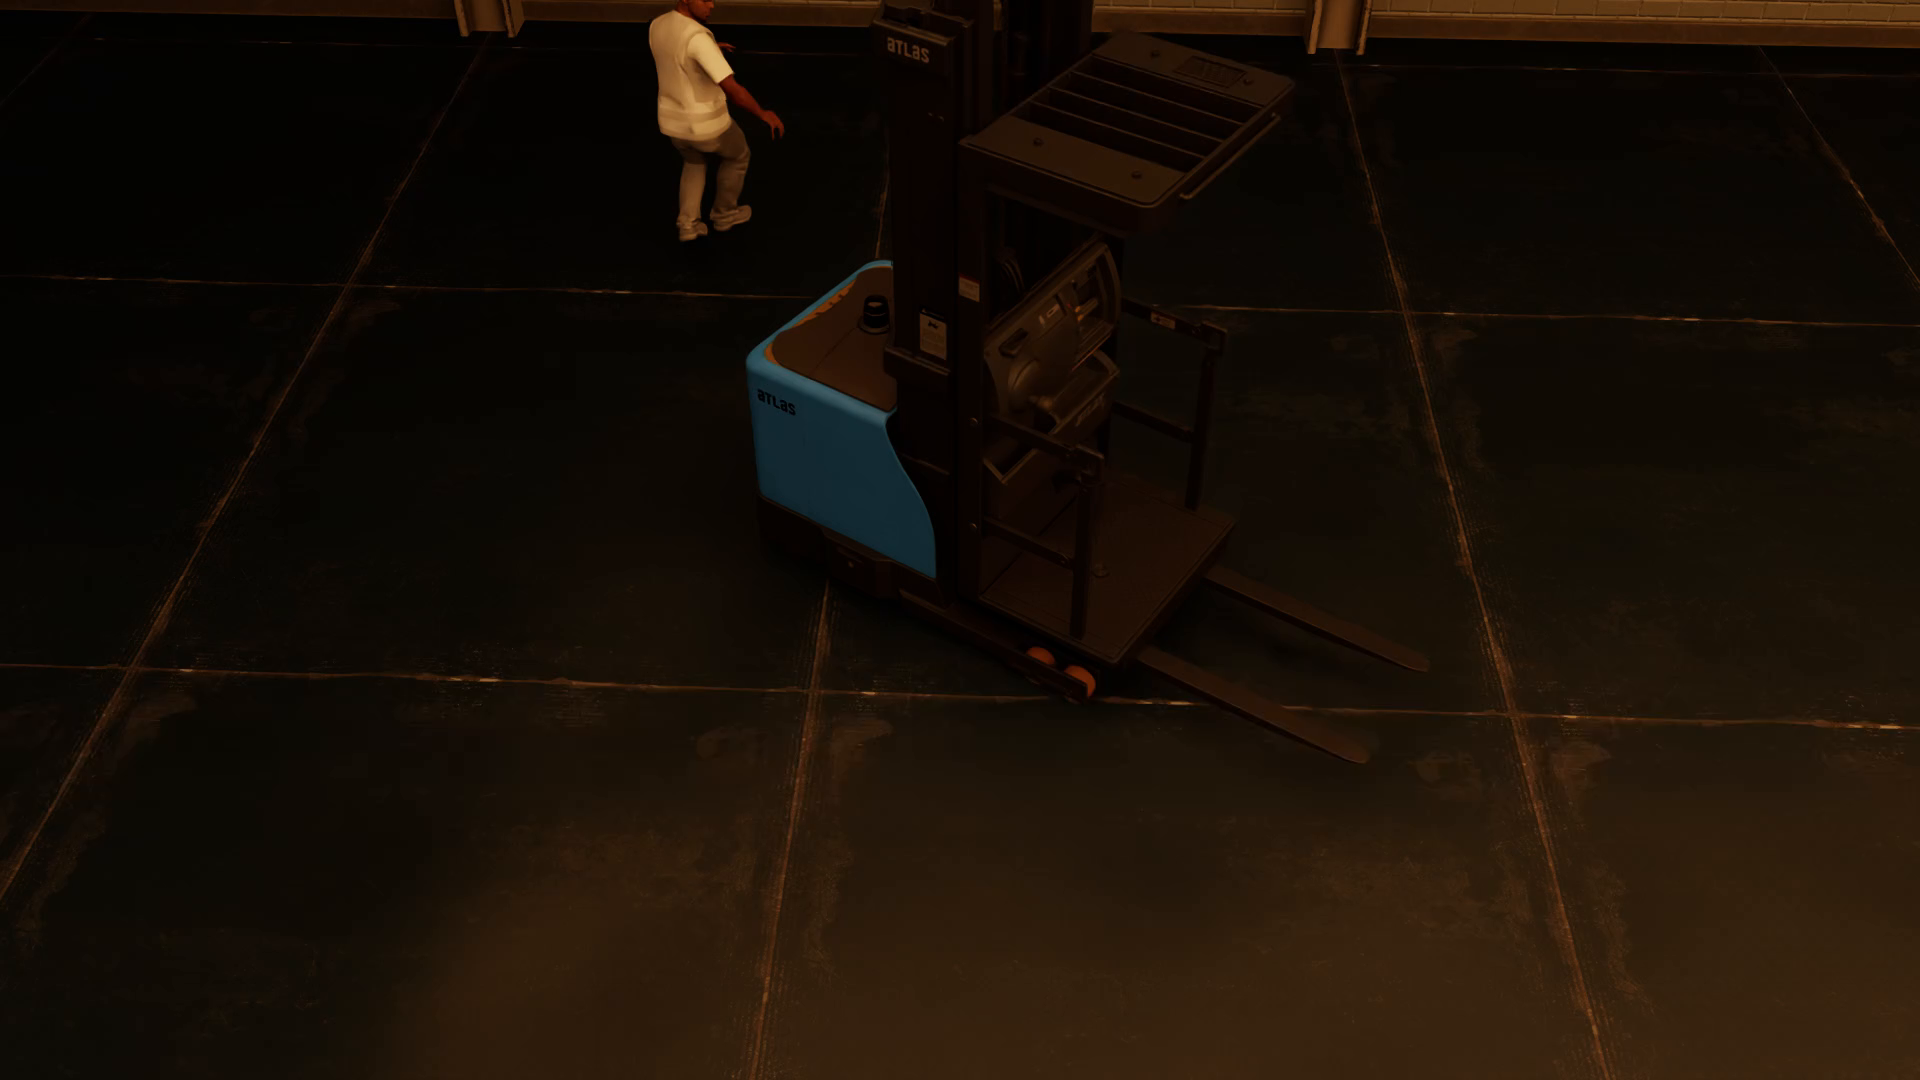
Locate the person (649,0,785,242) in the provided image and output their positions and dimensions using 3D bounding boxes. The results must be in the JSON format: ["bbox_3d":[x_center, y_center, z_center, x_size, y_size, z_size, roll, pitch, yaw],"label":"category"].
[{"bbox_3d":[-1.343,-2.448,9.387,0.923,1.631,0.841,22,47,23],"label":"person"}]

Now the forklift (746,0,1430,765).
[{"bbox_3d":[0.553,-0.792,6.610,3.031,2.935,1.130,25,48,25],"label":"forklift"}]
